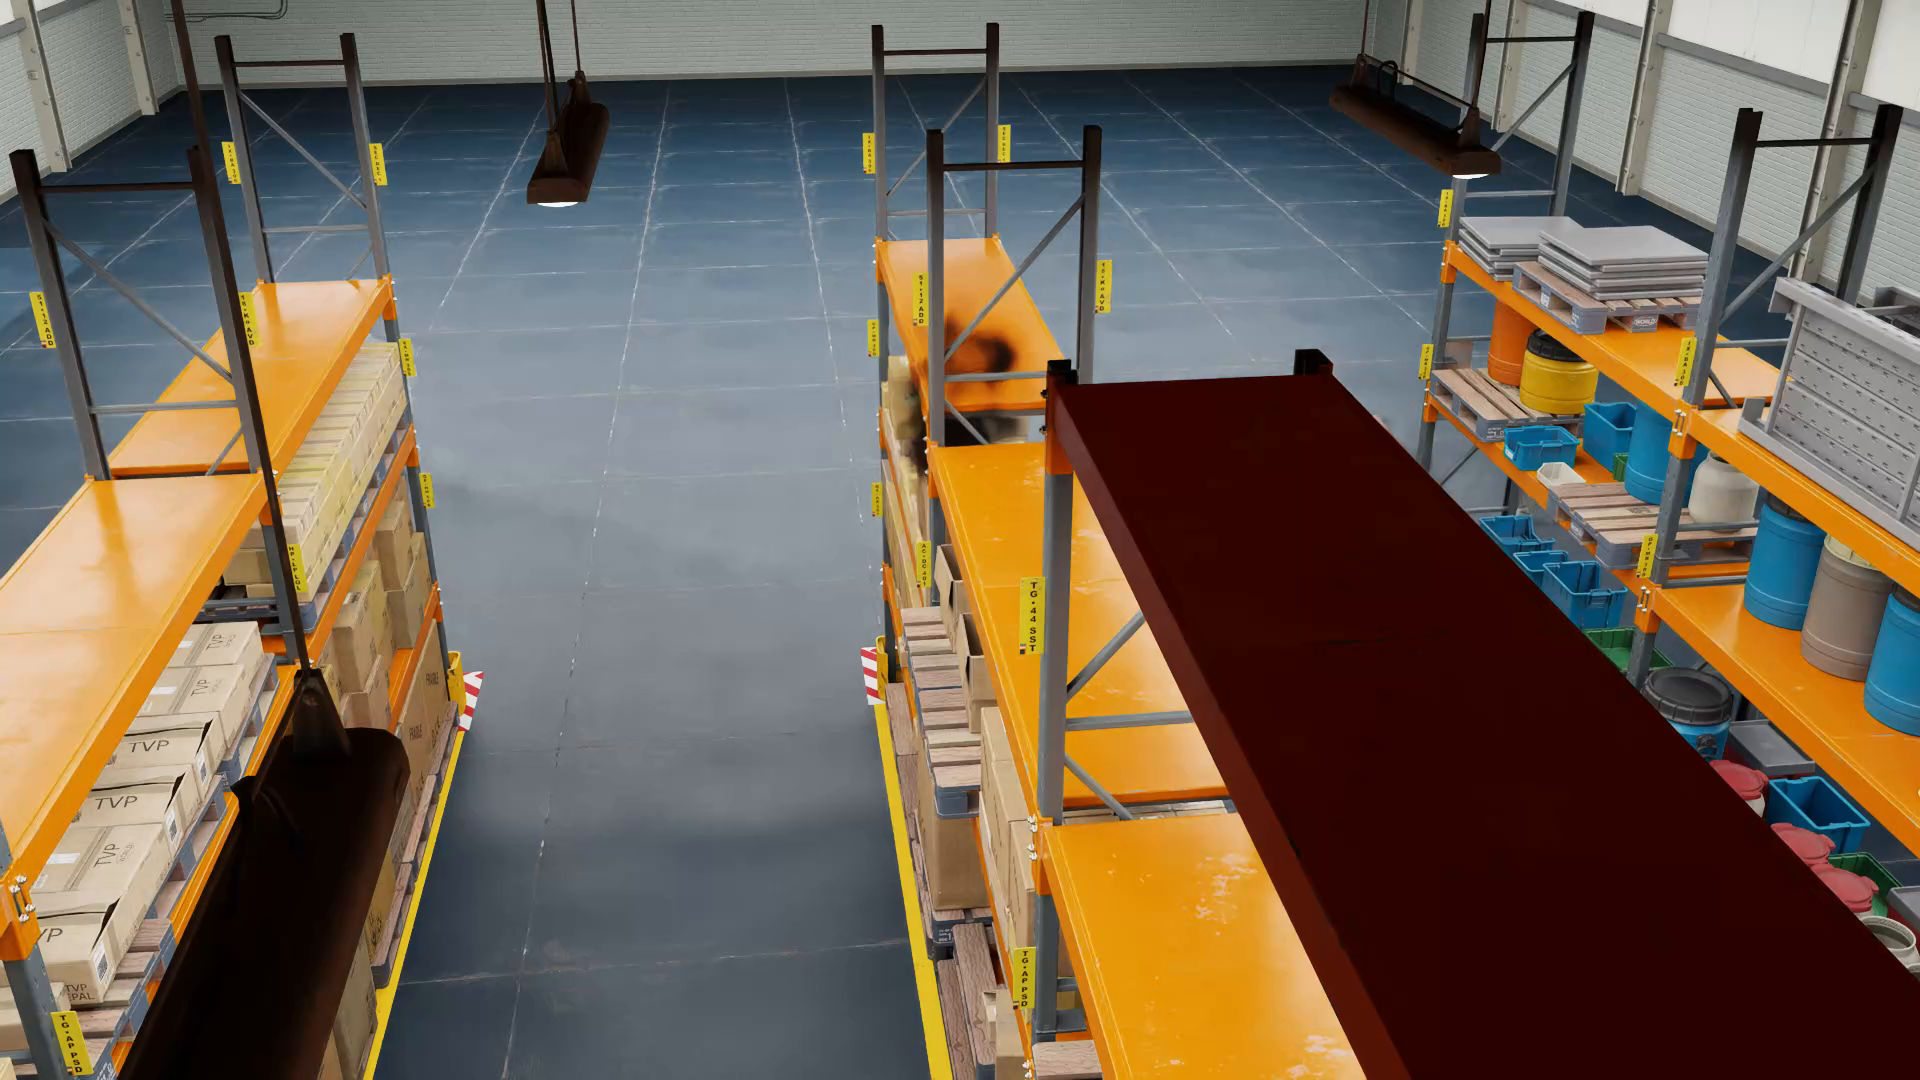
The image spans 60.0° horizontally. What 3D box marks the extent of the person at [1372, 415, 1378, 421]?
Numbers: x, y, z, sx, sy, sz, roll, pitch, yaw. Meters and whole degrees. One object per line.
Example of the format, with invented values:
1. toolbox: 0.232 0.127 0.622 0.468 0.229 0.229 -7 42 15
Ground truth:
1. person: 4.238 -0.489 17.458 0.991 1.789 0.740 11 28 22

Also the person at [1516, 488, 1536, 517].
1. person: 6.570 -1.033 18.692 0.636 1.728 0.650 7 26 15
